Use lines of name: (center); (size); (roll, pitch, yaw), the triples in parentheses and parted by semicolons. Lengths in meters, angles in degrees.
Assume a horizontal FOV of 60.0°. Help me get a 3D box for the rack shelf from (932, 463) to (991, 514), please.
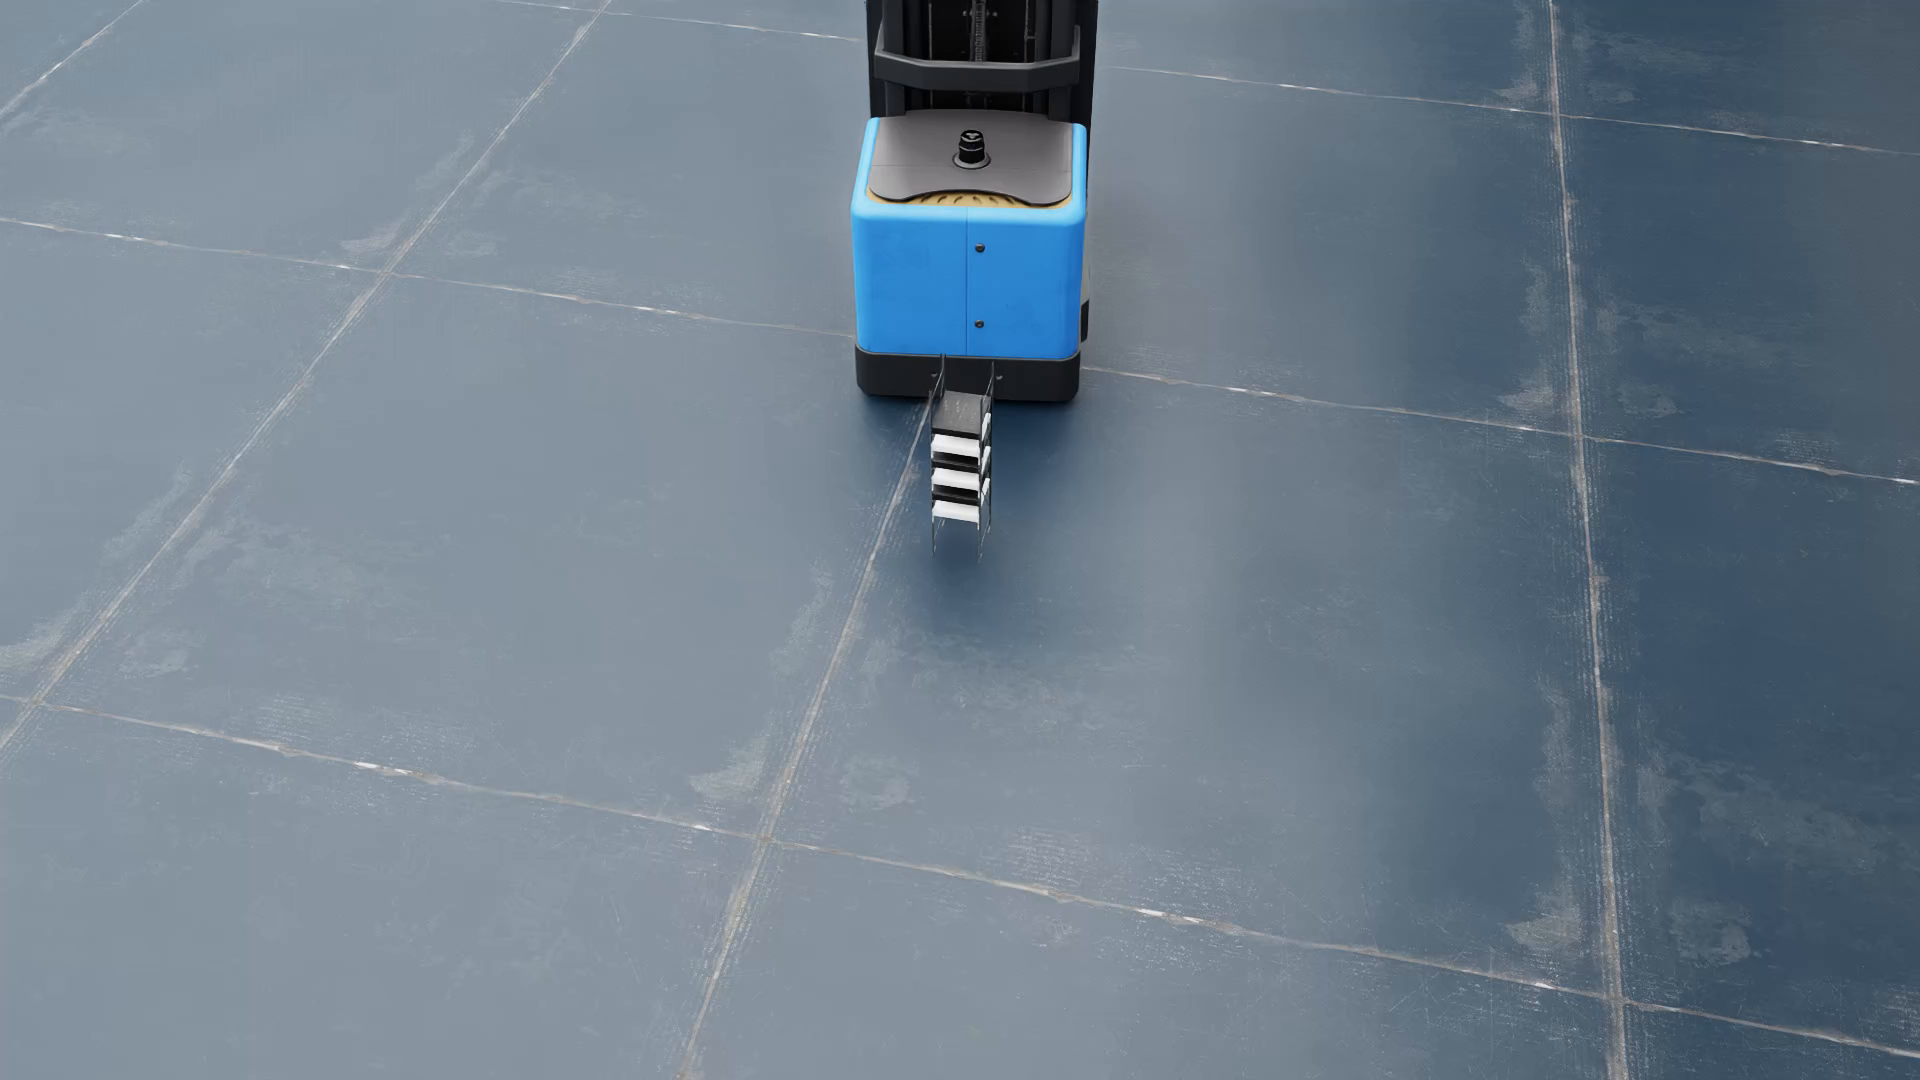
rack shelf: (0.008, -0.234, 6.982); (0.200, 0.077, 0.258); (9, 45, 9)

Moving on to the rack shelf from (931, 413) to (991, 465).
rack shelf: (0.008, -0.429, 6.795); (0.200, 0.077, 0.258); (9, 45, 9)

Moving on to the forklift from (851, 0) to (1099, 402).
forklift: (0.118, -2.716, 7.919); (1.130, 2.935, 3.031); (2, 44, 2)

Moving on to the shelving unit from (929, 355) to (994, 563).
shelving unit: (0.008, -0.323, 6.897); (0.210, 0.900, 0.258); (9, 45, 9)

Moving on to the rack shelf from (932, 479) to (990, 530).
rack shelf: (0.008, -0.169, 7.045); (0.200, 0.077, 0.258); (9, 45, 9)

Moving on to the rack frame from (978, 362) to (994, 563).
rack frame: (0.107, -0.308, 6.881); (0.006, 0.900, 0.240); (9, 45, 9)

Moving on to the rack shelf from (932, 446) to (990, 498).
rack shelf: (0.008, -0.299, 6.920); (0.200, 0.077, 0.258); (9, 45, 9)

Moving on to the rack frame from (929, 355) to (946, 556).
rack frame: (-0.091, -0.338, 6.913); (0.006, 0.900, 0.240); (9, 45, 9)

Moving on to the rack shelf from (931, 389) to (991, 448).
rack shelf: (0.008, -0.493, 6.733); (0.200, 0.077, 0.258); (9, 45, 9)

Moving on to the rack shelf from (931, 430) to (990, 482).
rack shelf: (0.008, -0.364, 6.857); (0.200, 0.077, 0.258); (9, 45, 9)
